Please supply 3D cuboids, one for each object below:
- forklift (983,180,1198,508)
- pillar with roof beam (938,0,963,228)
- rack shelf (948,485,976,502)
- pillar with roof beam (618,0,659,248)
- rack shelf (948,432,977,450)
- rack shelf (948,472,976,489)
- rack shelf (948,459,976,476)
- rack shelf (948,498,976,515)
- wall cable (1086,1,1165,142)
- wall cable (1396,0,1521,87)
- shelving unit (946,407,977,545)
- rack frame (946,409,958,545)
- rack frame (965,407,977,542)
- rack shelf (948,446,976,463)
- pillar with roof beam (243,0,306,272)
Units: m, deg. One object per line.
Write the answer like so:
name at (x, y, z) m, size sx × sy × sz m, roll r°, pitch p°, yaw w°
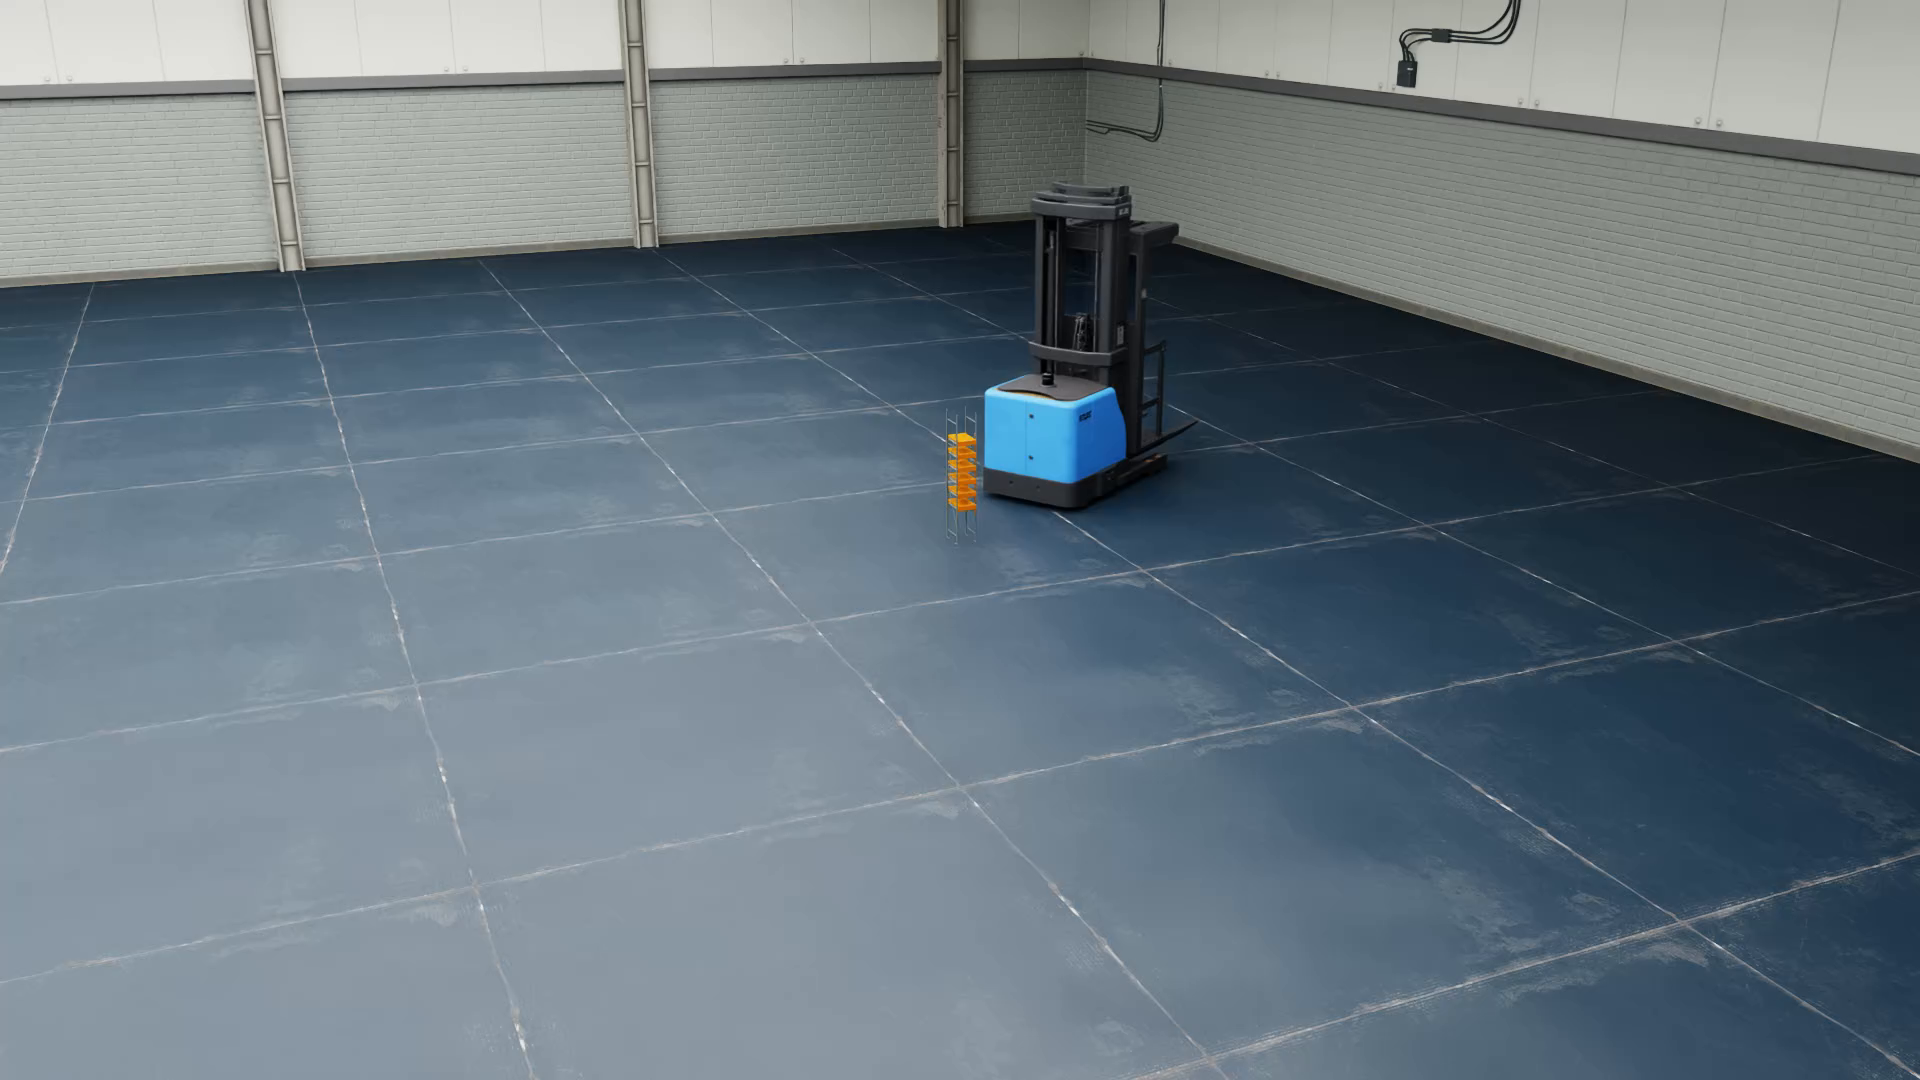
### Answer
forklift at (1.464, -2.118, 16.625) m, size 1.130 × 2.935 × 3.031 m, roll 13°, pitch 23°, yaw 32°
pillar with roof beam at (1.527, -9.047, 27.167) m, size 0.400 × 9.000 × 9.100 m, roll -8°, pitch 21°, yaw -22°
rack shelf at (0.013, -0.413, 14.883) m, size 0.180 × 0.103 × 0.258 m, roll -8°, pitch 21°, yaw -22°
pillar with roof beam at (-3.983, -8.258, 24.926) m, size 0.400 × 9.000 × 9.100 m, roll -8°, pitch 21°, yaw -22°
rack shelf at (0.013, -0.866, 14.723) m, size 0.180 × 0.103 × 0.258 m, roll -8°, pitch 21°, yaw -22°
rack shelf at (0.013, -0.526, 14.843) m, size 0.180 × 0.103 × 0.258 m, roll -8°, pitch 21°, yaw -22°
rack shelf at (0.013, -0.639, 14.803) m, size 0.180 × 0.103 × 0.258 m, roll -8°, pitch 21°, yaw -22°
rack shelf at (0.013, -0.300, 14.923) m, size 0.180 × 0.103 × 0.258 m, roll -8°, pitch 21°, yaw -22°
wall cable at (3.050, -8.880, 31.367) m, size 0.112 × 2.526 × 3.097 m, roll -8°, pitch 21°, yaw -22°
wall cable at (6.796, -9.051, 22.058) m, size 0.169 × 6.003 × 2.305 m, roll -8°, pitch 21°, yaw -22°
shelving unit at (0.013, -0.568, 14.828) m, size 0.189 × 1.200 × 0.258 m, roll -8°, pitch 21°, yaw -22°
rack frame at (-0.071, -0.556, 14.794) m, size 0.006 × 1.200 × 0.240 m, roll -8°, pitch 21°, yaw -22°
rack frame at (0.097, -0.580, 14.862) m, size 0.006 × 1.200 × 0.240 m, roll -8°, pitch 21°, yaw -22°
rack shelf at (0.013, -0.752, 14.763) m, size 0.180 × 0.103 × 0.258 m, roll -8°, pitch 21°, yaw -22°
pillar with roof beam at (-9.492, -7.469, 22.684) m, size 0.400 × 9.000 × 9.100 m, roll -8°, pitch 21°, yaw -22°
